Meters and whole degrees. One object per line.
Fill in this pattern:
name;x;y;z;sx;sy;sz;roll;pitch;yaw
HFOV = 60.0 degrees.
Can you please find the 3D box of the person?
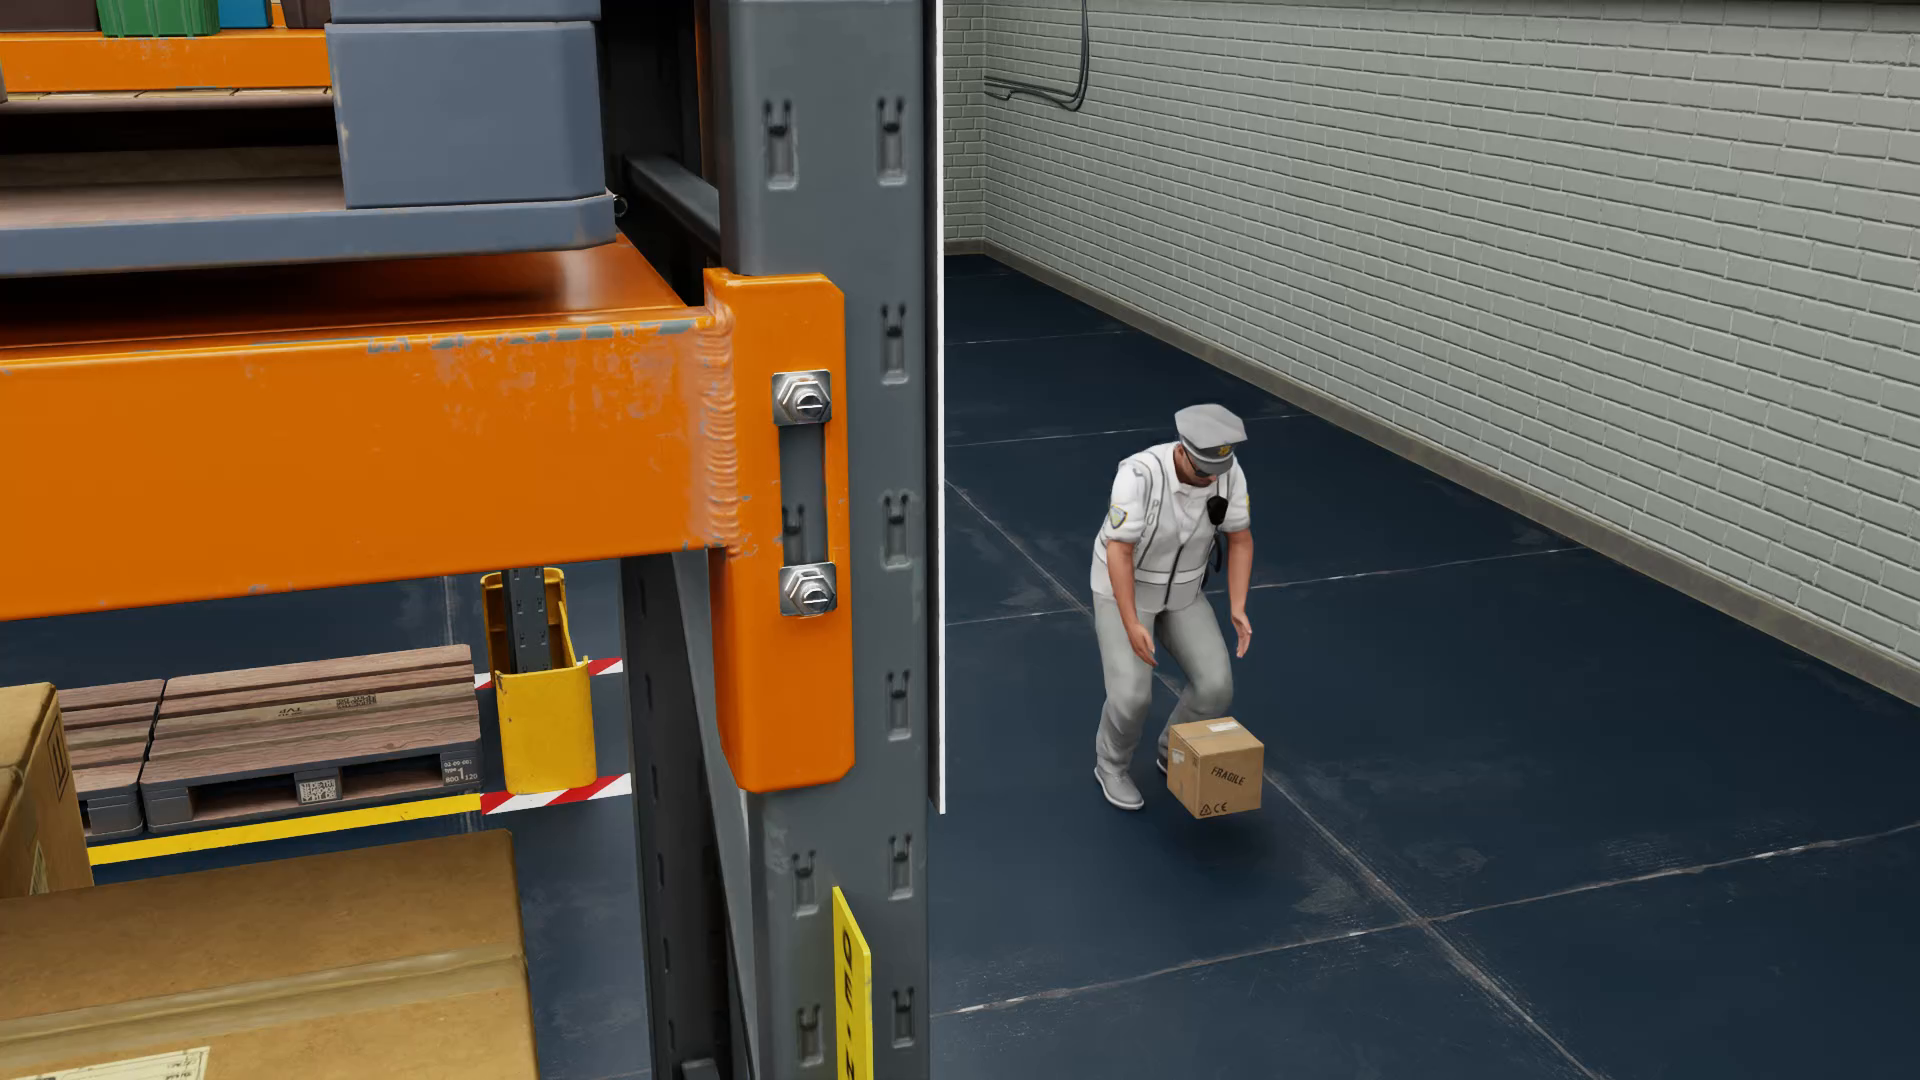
person;0.791;0.230;6.185;0.584;1.572;0.682;-6;20;-17
